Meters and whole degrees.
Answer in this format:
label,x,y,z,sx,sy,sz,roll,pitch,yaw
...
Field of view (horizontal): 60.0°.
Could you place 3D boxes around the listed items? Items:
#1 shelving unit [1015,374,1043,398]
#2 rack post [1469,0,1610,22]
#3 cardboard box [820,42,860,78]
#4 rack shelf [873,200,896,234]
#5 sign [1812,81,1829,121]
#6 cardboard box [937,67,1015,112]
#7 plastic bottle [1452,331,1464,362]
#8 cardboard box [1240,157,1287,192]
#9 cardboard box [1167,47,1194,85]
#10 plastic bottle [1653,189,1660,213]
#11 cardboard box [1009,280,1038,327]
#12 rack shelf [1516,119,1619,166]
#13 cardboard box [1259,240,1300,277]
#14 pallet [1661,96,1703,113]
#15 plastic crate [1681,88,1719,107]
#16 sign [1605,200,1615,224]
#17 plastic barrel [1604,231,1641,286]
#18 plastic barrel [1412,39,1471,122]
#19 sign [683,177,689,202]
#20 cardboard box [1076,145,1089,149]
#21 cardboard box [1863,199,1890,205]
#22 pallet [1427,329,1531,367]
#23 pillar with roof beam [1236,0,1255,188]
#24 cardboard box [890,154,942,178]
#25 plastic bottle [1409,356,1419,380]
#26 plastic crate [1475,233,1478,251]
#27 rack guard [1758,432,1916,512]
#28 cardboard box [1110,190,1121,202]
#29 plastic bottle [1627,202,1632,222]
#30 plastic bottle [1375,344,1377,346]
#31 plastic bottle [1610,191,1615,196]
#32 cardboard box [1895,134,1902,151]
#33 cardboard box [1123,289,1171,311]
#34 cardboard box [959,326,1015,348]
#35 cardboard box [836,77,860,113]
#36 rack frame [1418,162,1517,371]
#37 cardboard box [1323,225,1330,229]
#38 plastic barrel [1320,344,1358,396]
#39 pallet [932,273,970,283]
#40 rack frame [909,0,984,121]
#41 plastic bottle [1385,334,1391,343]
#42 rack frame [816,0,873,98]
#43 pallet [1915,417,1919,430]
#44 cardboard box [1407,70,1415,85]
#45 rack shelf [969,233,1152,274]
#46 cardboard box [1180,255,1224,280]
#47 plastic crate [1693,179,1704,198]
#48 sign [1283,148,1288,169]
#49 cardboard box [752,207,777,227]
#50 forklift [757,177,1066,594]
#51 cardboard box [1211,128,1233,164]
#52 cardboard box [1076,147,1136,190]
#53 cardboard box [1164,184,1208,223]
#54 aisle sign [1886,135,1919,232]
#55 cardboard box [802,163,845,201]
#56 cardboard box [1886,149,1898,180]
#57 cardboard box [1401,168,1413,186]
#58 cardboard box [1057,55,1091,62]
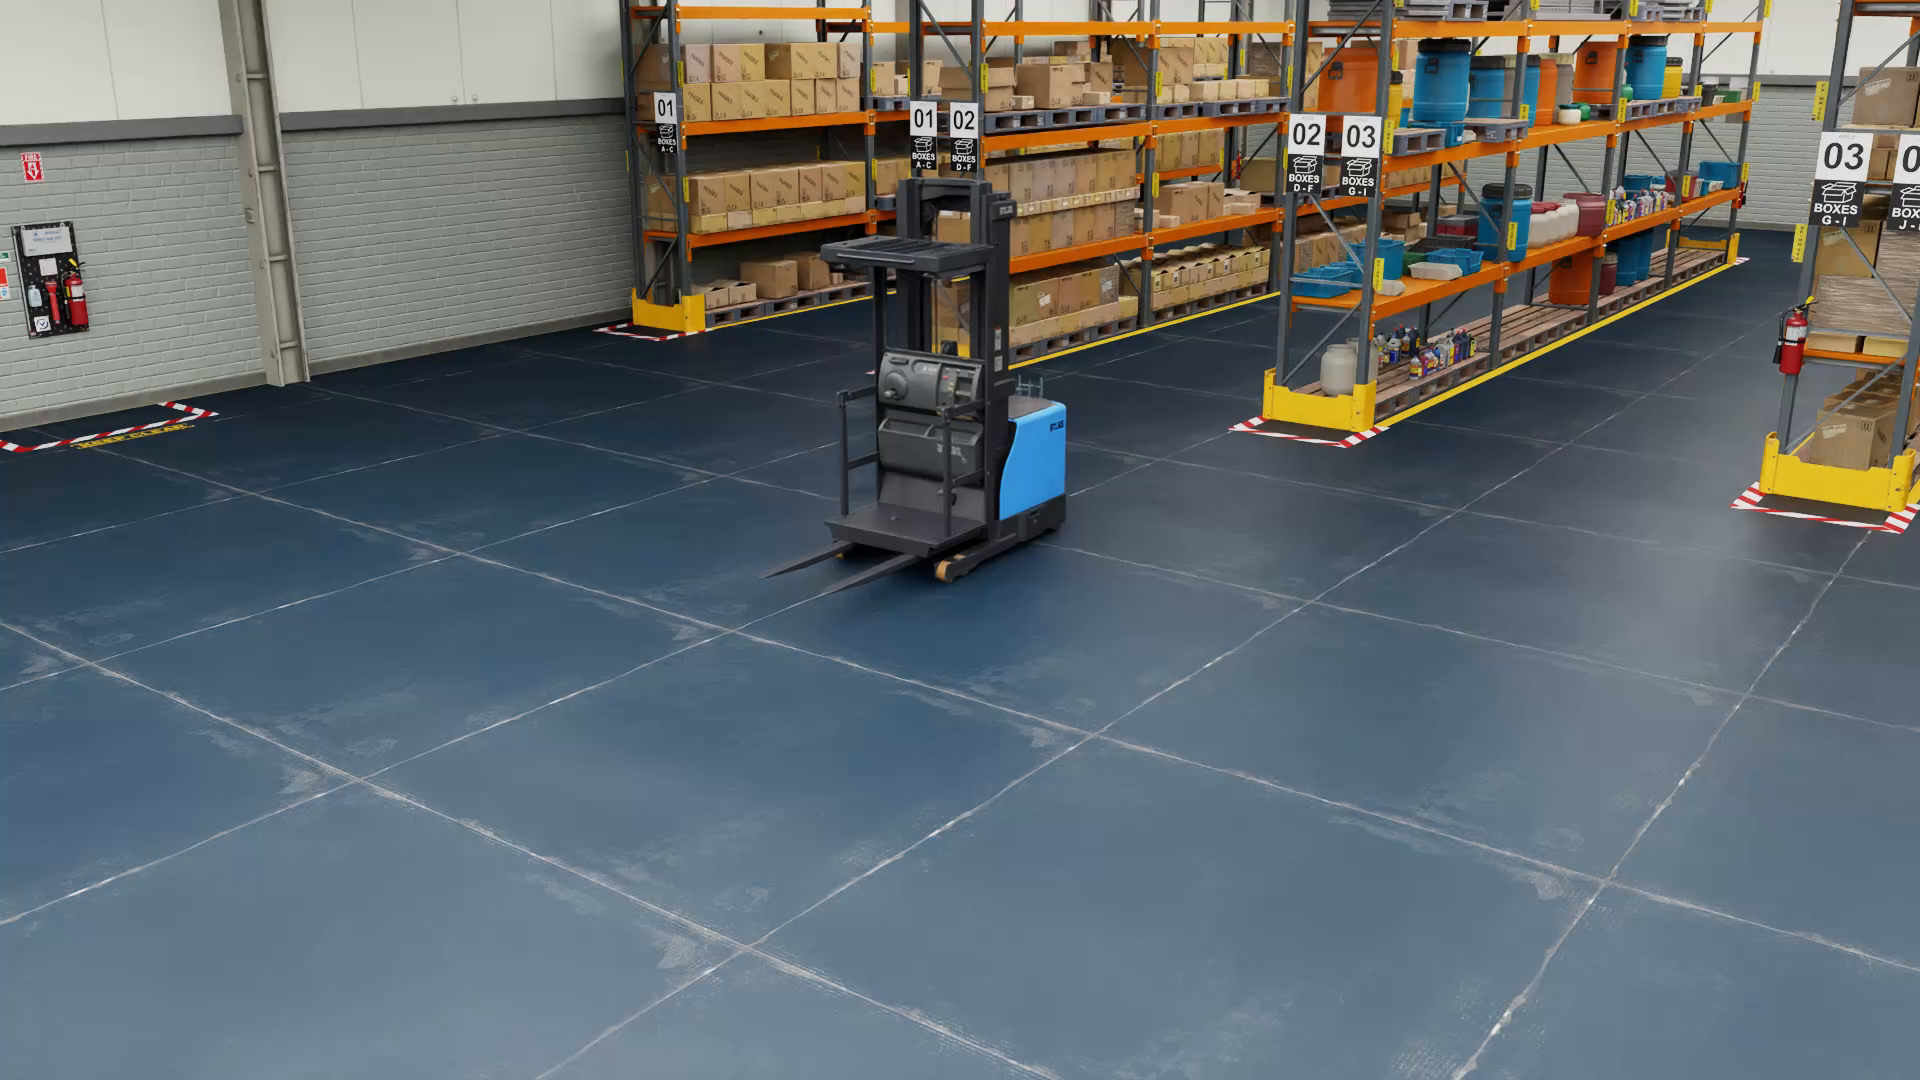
label,x,y,z,sx,sy,sz,roll,pitch,yaw
shelving unit,0.546,-0.809,14.322,0.258,1.200,0.189,12,20,33
rack post,7.304,-7.065,20.986,1.013,1.000,3.121,12,21,35
cardboard box,-1.838,-7.172,24.834,0.500,0.500,0.500,10,20,30
rack shelf,-0.565,-5.504,27.624,1.077,0.370,4.000,12,21,35
sign,7.360,-3.751,14.214,0.100,0.325,0.005,12,21,35
cardboard box,0.186,-5.430,19.994,0.797,0.503,0.637,14,22,38
plastic bottle,5.933,-2.316,19.868,0.144,0.351,0.185,11,20,32
cardboard box,4.892,-5.868,26.705,0.700,0.500,0.500,5,18,16
cardboard box,2.944,-6.696,23.472,0.500,0.500,0.500,15,23,40
plastic bottle,10.681,-5.226,25.598,0.144,0.351,0.185,12,21,35
cardboard box,0.635,-2.998,21.003,0.500,0.500,0.500,12,21,35
rack shelf,7.391,-5.186,21.541,1.077,0.370,4.000,12,21,35
cardboard box,5.108,-4.524,26.727,0.500,0.500,0.500,14,22,37
pallet,10.578,-6.665,25.408,1.213,0.211,1.003,12,21,35
plastic crate,11.927,-7.144,26.853,0.497,0.269,0.590,12,21,35
sign,9.029,-4.556,23.082,0.100,0.325,0.005,12,21,35
plastic barrel,10.206,-4.429,25.780,0.600,0.901,0.708,12,21,35
plastic barrel,5.521,-5.275,19.062,0.600,0.901,0.708,12,21,35
sign,-3.704,-4.736,22.478,0.100,0.325,0.005,12,21,35
cardboard box,2.041,-6.961,30.396,0.500,0.500,0.500,13,22,36
cardboard box,8.821,-2.991,15.962,0.500,0.500,0.500,12,21,35
pallet,6.636,-2.483,21.384,1.003,0.211,1.213,12,21,35
pillar with roof beam,9.765,-11.130,34.410,9.100,9.000,0.400,12,21,35
cardboard box,-0.720,-6.039,27.221,0.700,0.500,0.500,16,24,42
plastic bottle,5.147,-1.952,18.830,0.097,0.271,0.097,0,17,0
plastic crate,6.607,-3.931,21.371,0.392,0.384,0.575,12,21,35
rack guard,7.839,-0.617,14.888,1.175,0.500,0.348,12,21,35
cardboard box,1.931,-4.631,22.335,0.380,0.149,0.250,12,21,33
plastic bottle,9.825,-4.831,24.439,0.061,0.283,0.133,12,21,35
plastic bottle,4.816,-2.132,19.391,0.061,0.283,0.133,12,21,35
plastic bottle,10.166,-5.337,26.081,0.152,0.276,0.135,12,21,35
cardboard box,8.144,-3.369,14.057,0.380,0.149,0.250,12,21,34
cardboard box,2.663,-3.437,23.681,0.500,0.250,0.500,12,21,33
cardboard box,0.339,-2.520,20.729,0.500,0.250,0.500,12,21,35
cardboard box,-1.861,-6.697,24.991,0.500,0.500,0.500,13,22,36
rack frame,6.200,-3.621,20.346,1.000,3.000,0.127,12,21,35
cardboard box,6.198,-5.218,28.961,0.500,0.500,0.500,13,21,35
plastic barrel,4.147,-1.851,18.133,0.421,0.512,0.421,0,17,0
pallet,-0.568,-4.517,27.934,1.003,0.211,1.213,12,21,35
rack frame,-0.160,-6.409,19.210,1.000,3.000,0.127,12,21,35
plastic bottle,5.141,-2.338,20.053,0.061,0.283,0.133,14,22,37
rack frame,-1.757,-8.237,25.093,1.000,3.000,0.127,12,21,35
pallet,9.806,-1.248,17.406,1.003,0.211,1.213,12,21,35
cardboard box,7.776,-8.193,29.422,0.500,0.250,0.500,12,21,35
rack shelf,1.032,-3.677,21.740,1.077,0.370,4.000,12,21,35
cardboard box,3.585,-4.073,24.785,0.500,0.311,0.500,13,22,36
plastic crate,12.024,-5.829,27.556,0.437,0.282,0.530,12,21,35
sign,5.055,-5.905,25.750,0.100,0.325,0.005,12,21,35
cardboard box,-2.988,-4.663,23.922,0.500,0.250,0.500,12,21,34
forklift,-0.354,-1.234,12.777,1.130,2.935,3.031,12,21,33
cardboard box,5.097,-8.250,34.745,0.980,0.700,0.700,14,22,37
cardboard box,1.964,-5.058,22.616,0.700,0.500,0.500,13,21,35
cardboard box,3.307,-4.970,24.520,0.500,0.500,0.500,12,21,35
aisle sign,7.998,-2.967,13.856,0.394,0.787,0.004,12,21,35
cardboard box,-2.083,-5.380,24.967,0.500,0.500,0.500,12,21,34
cardboard box,8.289,-3.223,14.259,0.500,0.250,0.500,13,22,36
cardboard box,7.815,-6.646,29.919,0.500,0.500,0.500,13,21,36
cardboard box,2.118,-8.633,30.518,0.700,0.500,0.500,12,21,34
